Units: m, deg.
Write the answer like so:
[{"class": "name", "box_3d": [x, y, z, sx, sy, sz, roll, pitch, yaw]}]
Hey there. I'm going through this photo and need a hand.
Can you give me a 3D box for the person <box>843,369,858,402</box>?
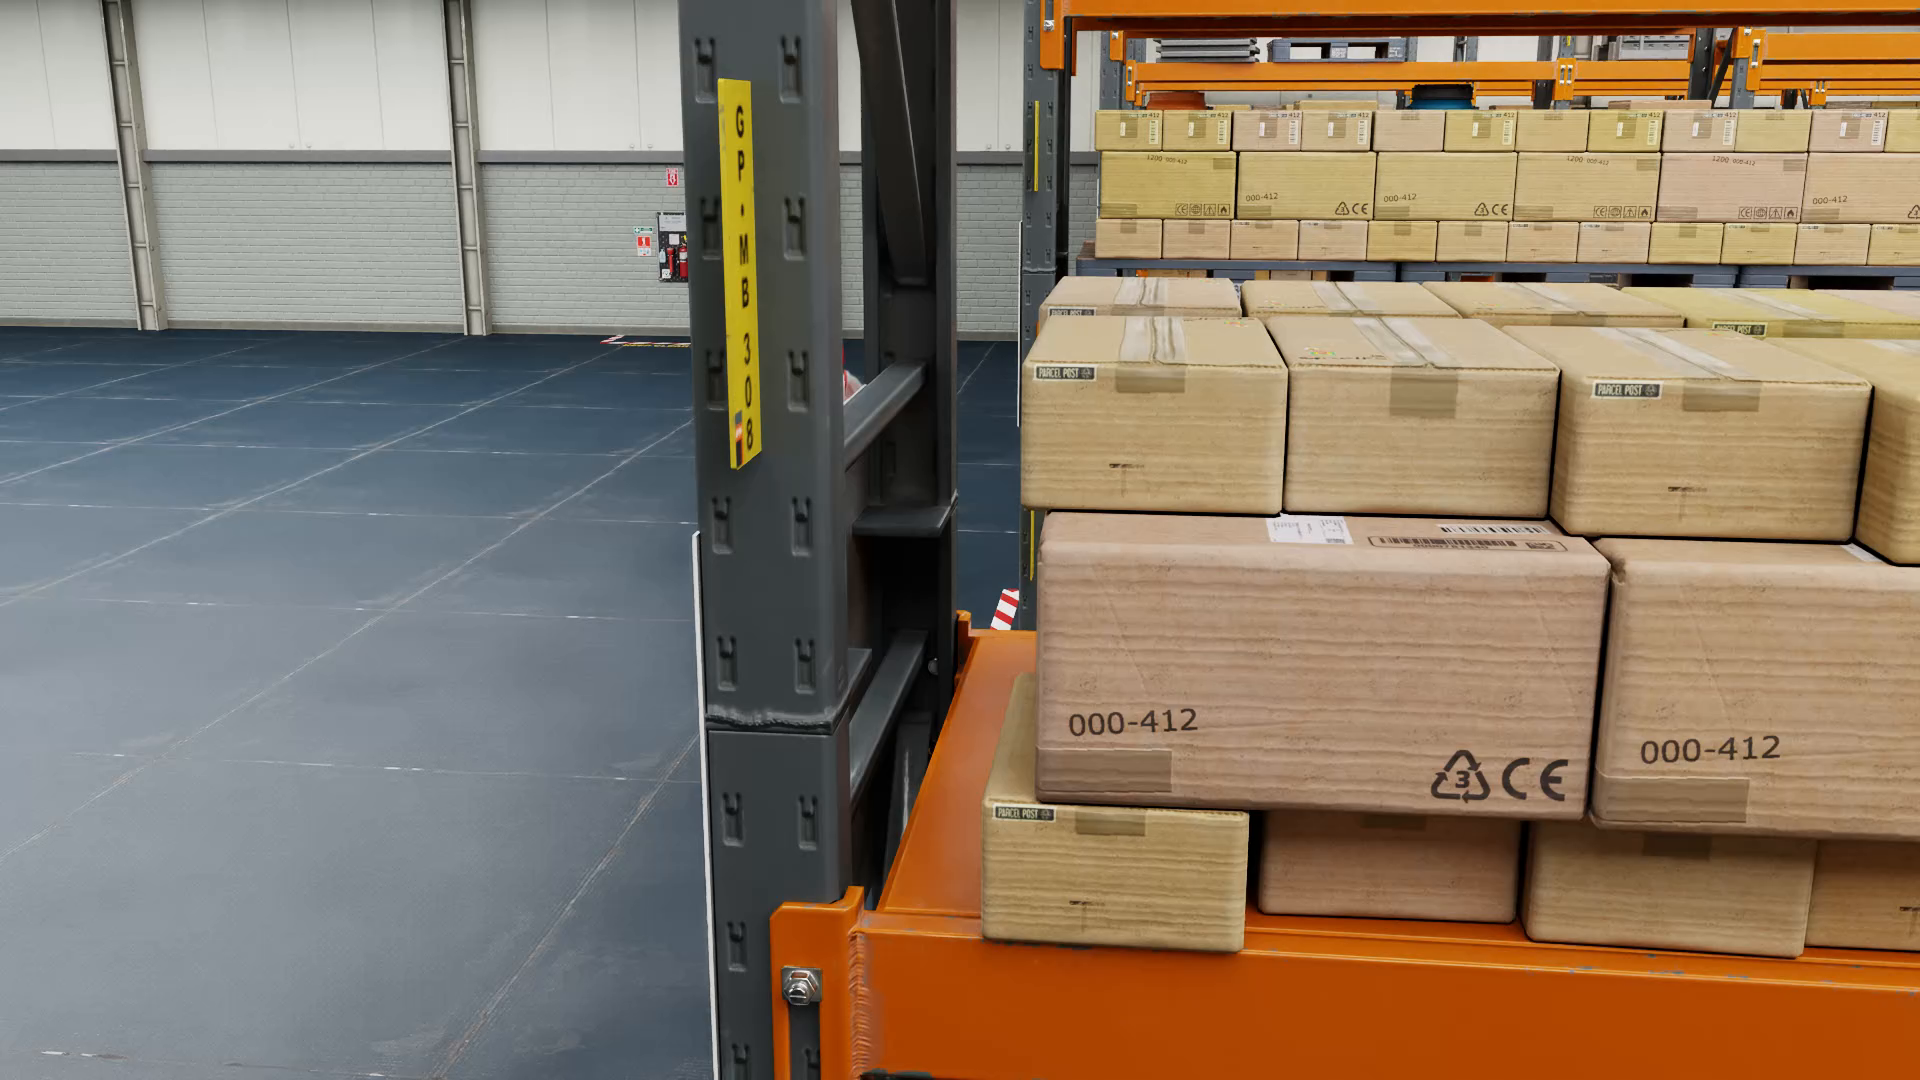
[{"class": "person", "box_3d": [-1.134, -0.892, 14.440, 0.539, 1.766, 0.757, -1, 14, -5]}]
